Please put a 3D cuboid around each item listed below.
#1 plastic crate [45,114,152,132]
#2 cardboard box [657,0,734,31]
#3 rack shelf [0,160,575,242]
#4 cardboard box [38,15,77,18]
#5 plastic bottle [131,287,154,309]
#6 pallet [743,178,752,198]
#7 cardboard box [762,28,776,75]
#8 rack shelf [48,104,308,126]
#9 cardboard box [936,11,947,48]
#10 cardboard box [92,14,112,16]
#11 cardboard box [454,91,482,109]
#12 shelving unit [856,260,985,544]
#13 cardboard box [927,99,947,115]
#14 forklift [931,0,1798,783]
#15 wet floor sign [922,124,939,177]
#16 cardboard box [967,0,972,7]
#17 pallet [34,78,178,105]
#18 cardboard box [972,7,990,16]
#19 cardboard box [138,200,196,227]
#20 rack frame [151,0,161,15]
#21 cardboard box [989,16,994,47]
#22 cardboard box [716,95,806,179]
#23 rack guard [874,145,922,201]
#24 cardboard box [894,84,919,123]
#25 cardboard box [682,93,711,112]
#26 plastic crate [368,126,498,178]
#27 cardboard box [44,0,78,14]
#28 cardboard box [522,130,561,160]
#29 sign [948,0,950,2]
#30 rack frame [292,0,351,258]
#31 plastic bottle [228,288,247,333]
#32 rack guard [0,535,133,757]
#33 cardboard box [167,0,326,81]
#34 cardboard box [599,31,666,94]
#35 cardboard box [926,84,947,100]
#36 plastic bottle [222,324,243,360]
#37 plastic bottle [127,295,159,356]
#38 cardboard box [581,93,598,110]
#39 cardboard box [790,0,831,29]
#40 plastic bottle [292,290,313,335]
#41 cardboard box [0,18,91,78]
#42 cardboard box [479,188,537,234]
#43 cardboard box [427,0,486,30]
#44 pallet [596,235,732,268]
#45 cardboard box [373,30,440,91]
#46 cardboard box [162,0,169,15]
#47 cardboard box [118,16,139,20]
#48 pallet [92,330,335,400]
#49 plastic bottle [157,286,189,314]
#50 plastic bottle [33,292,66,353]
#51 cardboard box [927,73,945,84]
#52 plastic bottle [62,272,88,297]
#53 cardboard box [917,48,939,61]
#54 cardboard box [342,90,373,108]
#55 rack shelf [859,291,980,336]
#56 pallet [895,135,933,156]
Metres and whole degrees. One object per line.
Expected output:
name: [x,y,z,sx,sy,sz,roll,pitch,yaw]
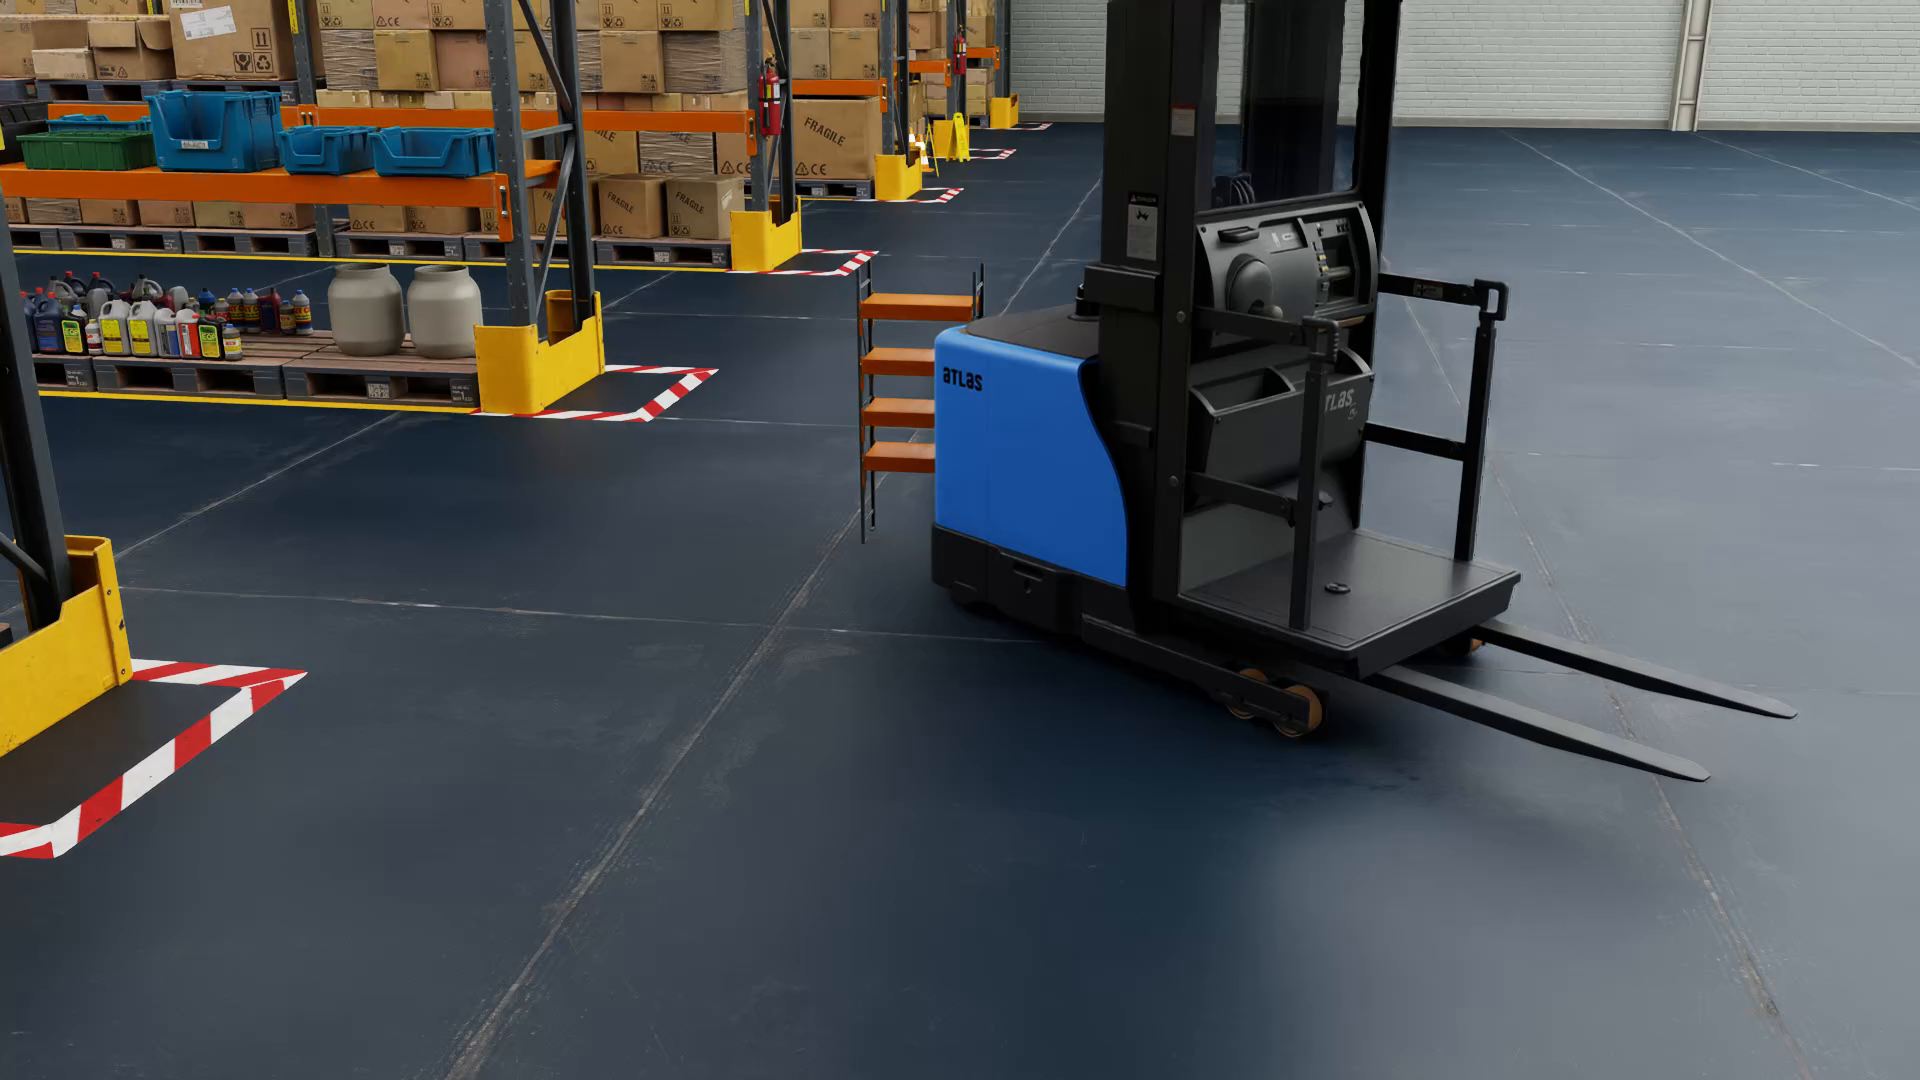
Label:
plastic crate: [-5.217,-2.493,10.261,0.616,0.251,0.499,3,19,9]
cardboard box: [-2.200,-4.497,13.815,0.500,0.500,0.500,3,19,9]
rack shelf: [-4.378,-2.092,9.963,4.000,0.370,1.077,3,19,9]
cardboard box: [-10.720,-6.158,19.778,0.250,0.149,0.380,3,19,10]
plastic bottle: [-5.154,-1.453,10.506,0.133,0.283,0.061,3,19,9]
pallet: [-2.734,-4.189,19.490,1.213,0.211,1.003,3,19,9]
cardboard box: [-2.184,-5.597,19.068,0.550,0.550,0.875,3,19,9]
rack shelf: [-7.542,-3.845,15.202,4.000,0.370,1.077,3,19,9]
cardboard box: [-0.470,-7.288,23.732,0.500,0.500,0.500,3,19,8]
cardboard box: [-10.599,-6.361,20.385,0.250,0.149,0.380,3,19,8]
cardboard box: [-4.165,-3.806,14.348,0.250,0.149,0.380,3,19,9]
shelving unit: [-0.163,-0.577,7.138,0.503,1.200,0.258,3,19,9]
cardboard box: [-0.266,-7.392,28.341,0.500,0.250,0.500,3,19,9]
forklift: [1.262,-0.933,5.473,1.130,2.935,3.031,-17,25,-41]
wet floor sign: [-0.389,-4.936,21.037,0.232,0.644,0.267,0,19,-1]
cardboard box: [0.102,-8.995,27.811,0.250,0.149,0.380,3,19,9]
pallet: [-7.556,-4.109,15.160,1.213,0.211,1.003,3,19,9]
cardboard box: [0.351,-8.829,27.784,0.250,0.149,0.380,3,19,9]
cardboard box: [-7.190,-3.205,15.400,0.500,0.500,0.700,1,19,4]
rack frame: [-11.894,-7.593,25.269,0.127,3.000,1.000,3,19,9]
cardboard box: [0.293,-8.704,28.431,0.500,0.500,0.500,4,19,10]
cardboard box: [-2.281,-4.682,19.255,0.875,0.875,0.875,3,19,8]
rack guard: [-0.708,-4.247,19.207,0.348,0.500,1.175,3,19,9]
cardboard box: [-0.878,-6.199,23.591,0.500,0.500,0.500,3,19,9]
cardboard box: [-2.179,-3.728,14.113,0.250,0.149,0.380,3,19,9]
plastic crate: [-2.945,-2.194,9.367,0.616,0.251,0.499,3,19,9]
cardboard box: [-13.408,-8.103,25.059,0.500,0.500,0.500,3,19,9]
cardboard box: [-5.308,-4.770,19.715,0.750,0.750,1.050,3,19,8]
sign: [-0.154,-7.515,22.714,0.005,0.325,0.100,3,19,9]
rack frame: [-5.567,-4.086,14.787,0.127,3.000,1.000,3,19,9]
plastic bottle: [-4.581,-1.459,10.542,0.097,0.271,0.097,0,18,0]
rack guard: [-3.169,0.405,5.304,0.348,0.500,1.175,3,19,9]
cardboard box: [-6.330,-4.653,14.876,1.000,1.000,1.000,3,19,9]
cardboard box: [-2.669,-4.097,14.194,0.500,0.500,0.875,3,19,9]
cardboard box: [-0.286,-7.632,28.269,0.500,0.250,0.500,3,19,8]
plastic bottle: [-4.286,-1.170,9.788,0.097,0.201,0.097,0,18,0]
plastic bottle: [-4.832,-1.276,9.870,0.185,0.351,0.144,4,19,11]
cardboard box: [-3.169,-3.773,14.248,0.250,0.149,0.380,3,19,9]
cardboard box: [-1.649,-6.046,18.708,0.550,0.550,0.875,3,19,9]
plastic bottle: [-4.144,-1.437,10.475,0.097,0.271,0.097,0,18,0]
cardboard box: [-8.410,-4.522,15.272,0.500,0.500,0.700,6,19,17]
cardboard box: [-3.987,-3.034,14.921,0.500,0.500,0.500,1,19,4]
cardboard box: [-4.176,-4.596,14.110,0.500,0.500,0.500,3,19,9]
pallet: [-2.489,-2.618,14.795,1.213,0.211,1.003,3,19,9]
cardboard box: [-4.645,-4.196,14.490,0.500,0.500,0.875,3,19,9]
cardboard box: [-11.505,-8.003,24.759,0.500,0.500,0.500,3,19,9]
cardboard box: [-9.693,-6.106,19.620,0.250,0.149,0.380,4,19,10]
pallet: [-4.488,-1.104,10.271,1.213,0.211,1.003,3,19,9]
plastic bottle: [-5.003,-1.474,10.579,0.135,0.276,0.152,3,19,10]
plastic bottle: [-5.435,-1.306,9.962,0.185,0.351,0.144,2,19,6]
cardboard box: [-0.272,-7.863,28.172,0.500,0.250,0.500,3,19,10]
plastic bottle: [-5.671,-1.544,10.673,0.185,0.351,0.144,2,19,7]
cardboard box: [-0.449,-6.822,23.360,0.250,0.149,0.380,4,19,10]
cardboard box: [-5.158,-3.845,14.463,0.250,0.149,0.380,3,19,9]
rack shelf: [-0.163,-0.950,7.013,0.480,0.148,0.258,3,19,9]
pallet: [-0.918,-5.723,24.074,1.213,0.211,1.003,3,19,9]
